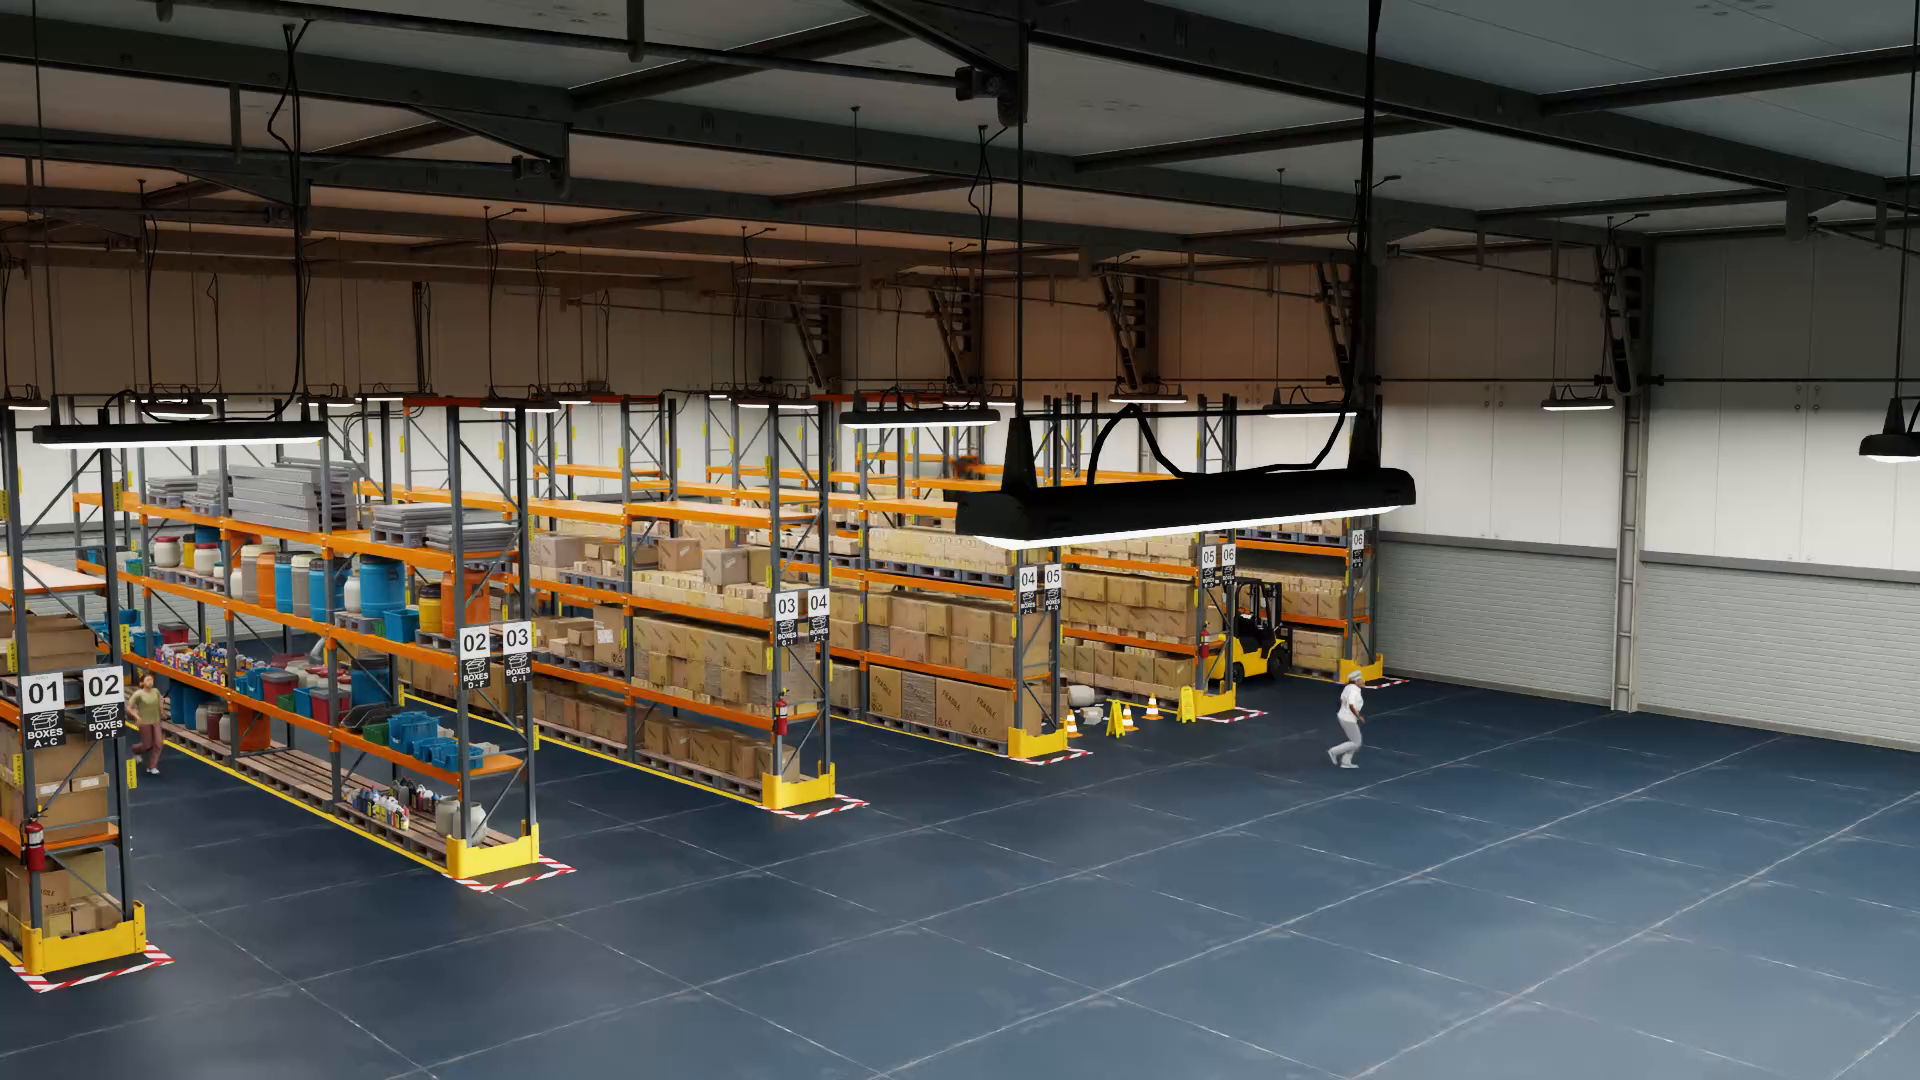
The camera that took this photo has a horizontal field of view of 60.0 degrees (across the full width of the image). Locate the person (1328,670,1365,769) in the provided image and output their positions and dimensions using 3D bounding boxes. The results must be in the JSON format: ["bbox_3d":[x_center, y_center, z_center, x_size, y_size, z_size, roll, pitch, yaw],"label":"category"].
[{"bbox_3d":[6.270,2.919,27.034,0.600,1.632,0.574,0,6,-2],"label":"person"}]

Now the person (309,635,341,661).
[{"bbox_3d":[-14.048,1.869,37.081,0.881,1.787,0.693,-3,6,-27],"label":"person"}]

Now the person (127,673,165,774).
[{"bbox_3d":[-13.117,2.941,26.813,0.688,1.622,0.591,4,7,38],"label":"person"}]

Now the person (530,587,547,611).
[{"bbox_3d":[-10.323,1.601,40.587,0.607,1.627,0.937,3,6,26],"label":"person"}]
